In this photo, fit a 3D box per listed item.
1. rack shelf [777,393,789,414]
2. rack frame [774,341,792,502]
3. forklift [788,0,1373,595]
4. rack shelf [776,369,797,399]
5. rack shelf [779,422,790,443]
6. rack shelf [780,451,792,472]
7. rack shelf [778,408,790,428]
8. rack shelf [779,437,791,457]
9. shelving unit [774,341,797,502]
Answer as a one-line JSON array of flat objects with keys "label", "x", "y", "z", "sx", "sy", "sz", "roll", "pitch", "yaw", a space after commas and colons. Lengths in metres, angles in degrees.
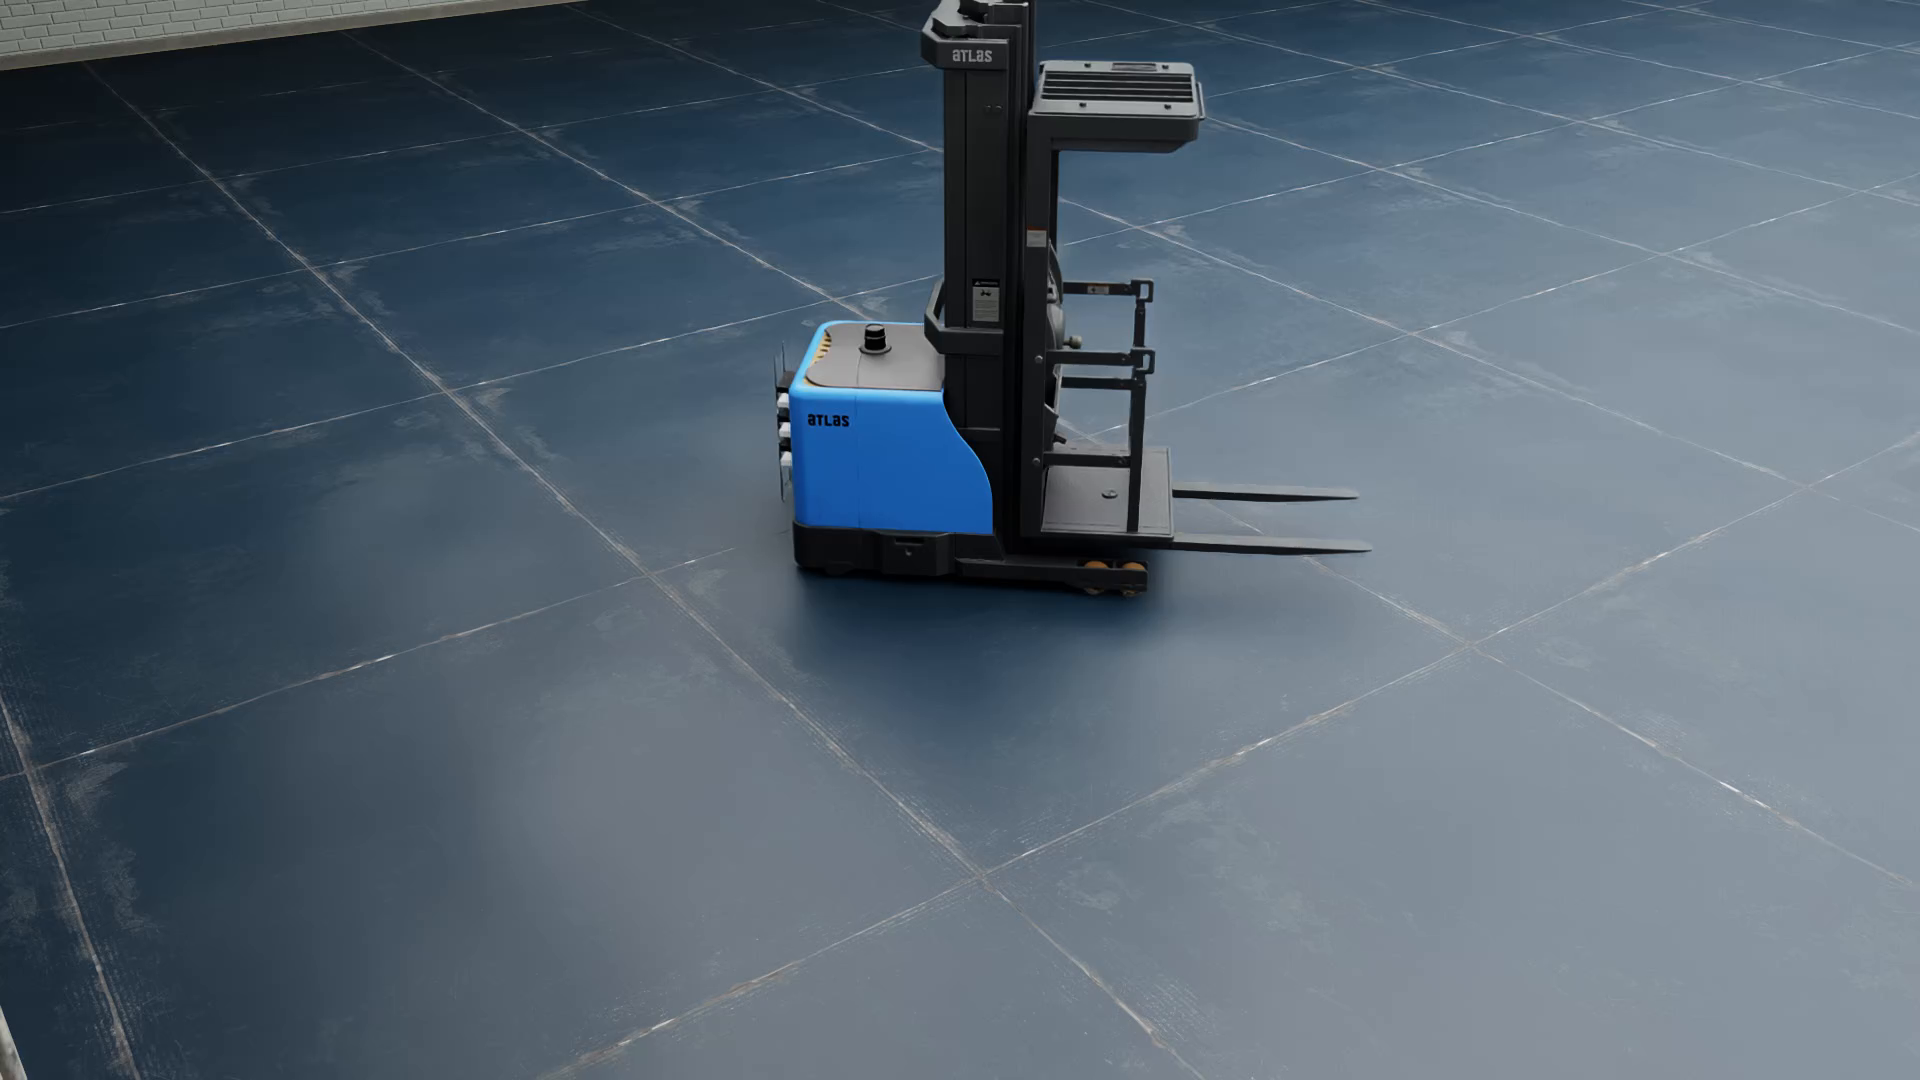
[{"label": "rack shelf", "x": -0.909, "y": -0.793, "z": 9.399, "sx": 0.200, "sy": 0.077, "sz": 0.258, "roll": 3, "pitch": 29, "yaw": 6}, {"label": "rack frame", "x": -1.010, "y": -0.670, "z": 9.479, "sx": 0.006, "sy": 0.900, "sz": 0.240, "roll": 3, "pitch": 29, "yaw": 6}, {"label": "forklift", "x": 0.666, "y": -1.267, "z": 8.449, "sx": 3.031, "sy": 2.935, "sz": 1.130, "roll": 3, "pitch": 29, "yaw": 5}, {"label": "rack shelf", "x": -0.909, "y": -0.873, "z": 9.356, "sx": 0.200, "sy": 0.077, "sz": 0.258, "roll": 3, "pitch": 29, "yaw": 6}, {"label": "rack shelf", "x": -0.909, "y": -0.635, "z": 9.485, "sx": 0.200, "sy": 0.077, "sz": 0.258, "roll": 3, "pitch": 29, "yaw": 6}, {"label": "rack shelf", "x": -0.909, "y": -0.477, "z": 9.571, "sx": 0.200, "sy": 0.077, "sz": 0.258, "roll": 3, "pitch": 29, "yaw": 6}, {"label": "rack shelf", "x": -0.909, "y": -0.714, "z": 9.442, "sx": 0.200, "sy": 0.077, "sz": 0.258, "roll": 3, "pitch": 29, "yaw": 6}, {"label": "rack shelf", "x": -0.909, "y": -0.556, "z": 9.528, "sx": 0.200, "sy": 0.077, "sz": 0.258, "roll": 3, "pitch": 29, "yaw": 6}, {"label": "shelving unit", "x": -0.909, "y": -0.665, "z": 9.469, "sx": 0.210, "sy": 0.900, "sz": 0.258, "roll": 3, "pitch": 29, "yaw": 6}]
